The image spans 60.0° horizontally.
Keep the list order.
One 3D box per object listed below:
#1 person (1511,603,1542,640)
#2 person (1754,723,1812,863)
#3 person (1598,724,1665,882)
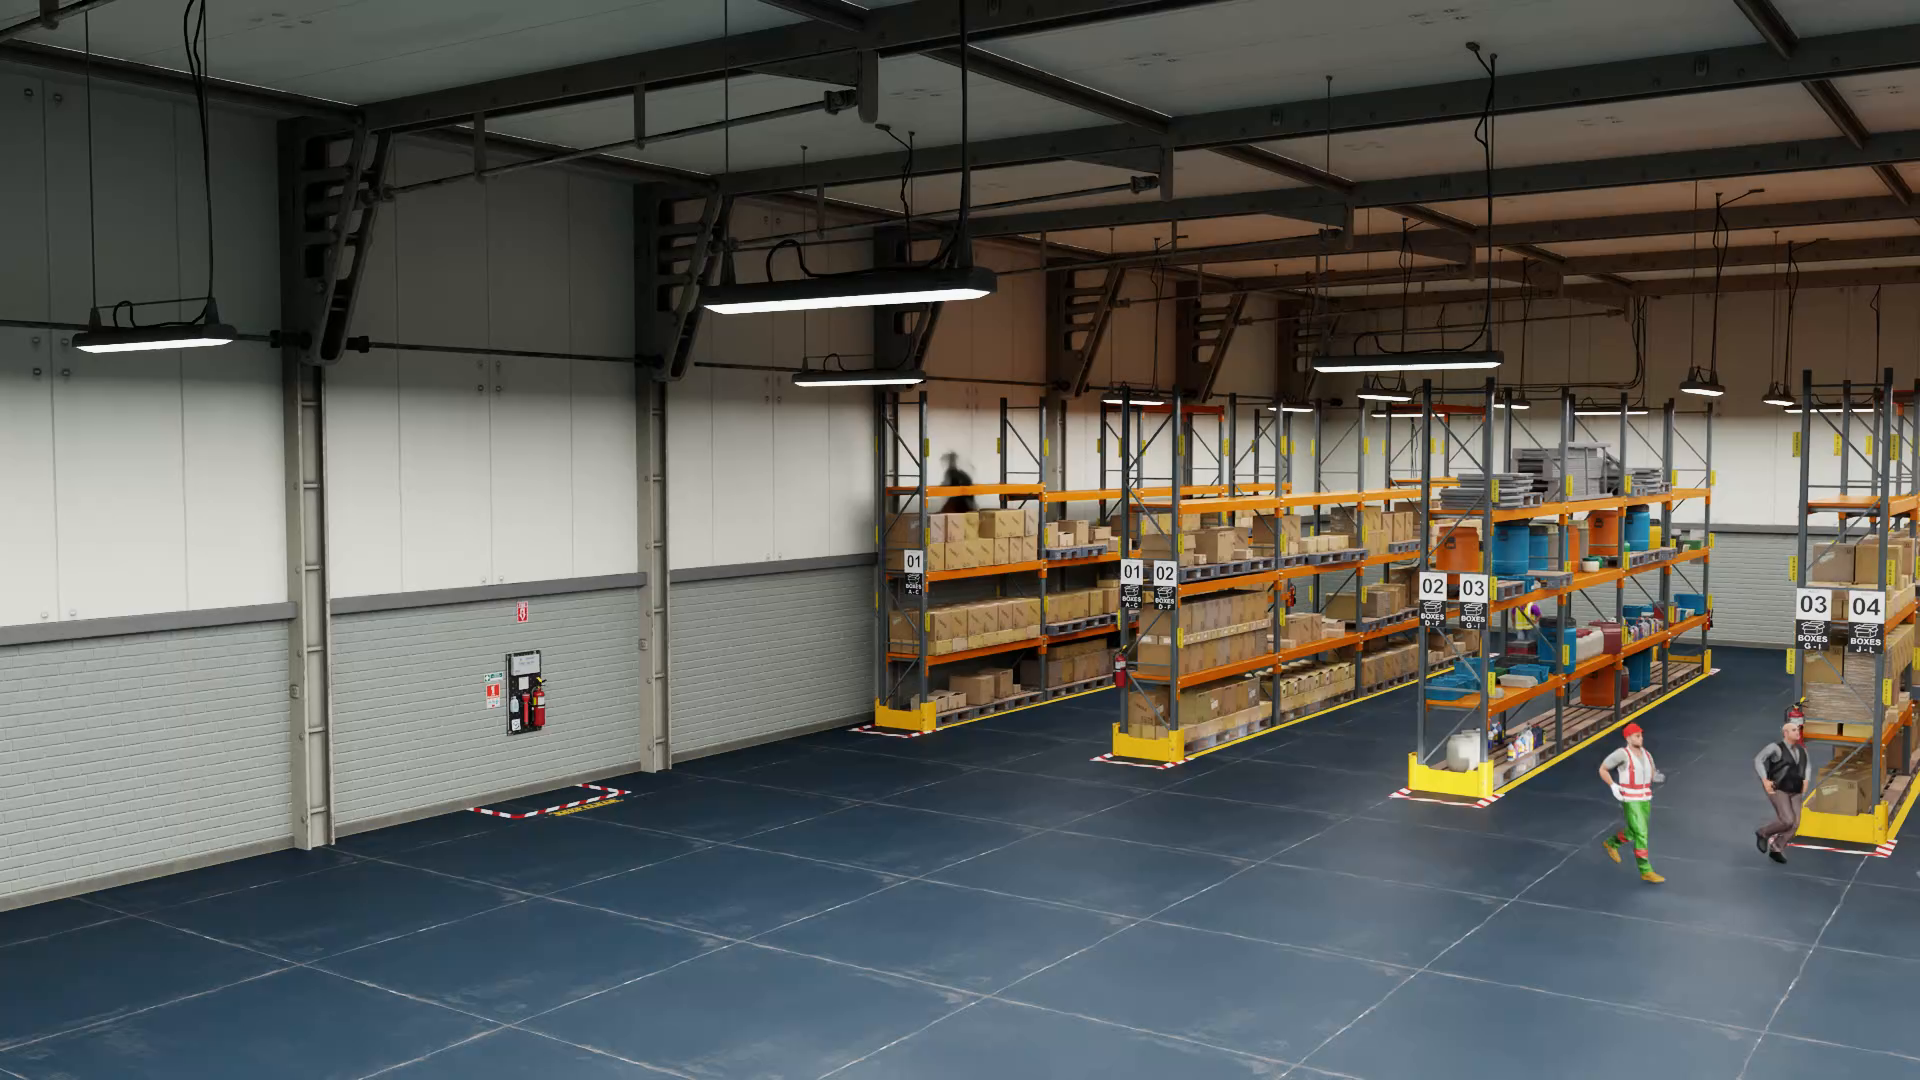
[{"bbox_3d":[12.835,2.038,37.754,0.713,1.765,0.882,2,4,32],"label":"person"},{"bbox_3d":[10.033,3.059,20.166,0.685,1.683,0.527,-1,3,-16],"label":"person"},{"bbox_3d":[7.845,3.023,19.370,0.665,1.766,0.981,-2,4,-26],"label":"person"}]
